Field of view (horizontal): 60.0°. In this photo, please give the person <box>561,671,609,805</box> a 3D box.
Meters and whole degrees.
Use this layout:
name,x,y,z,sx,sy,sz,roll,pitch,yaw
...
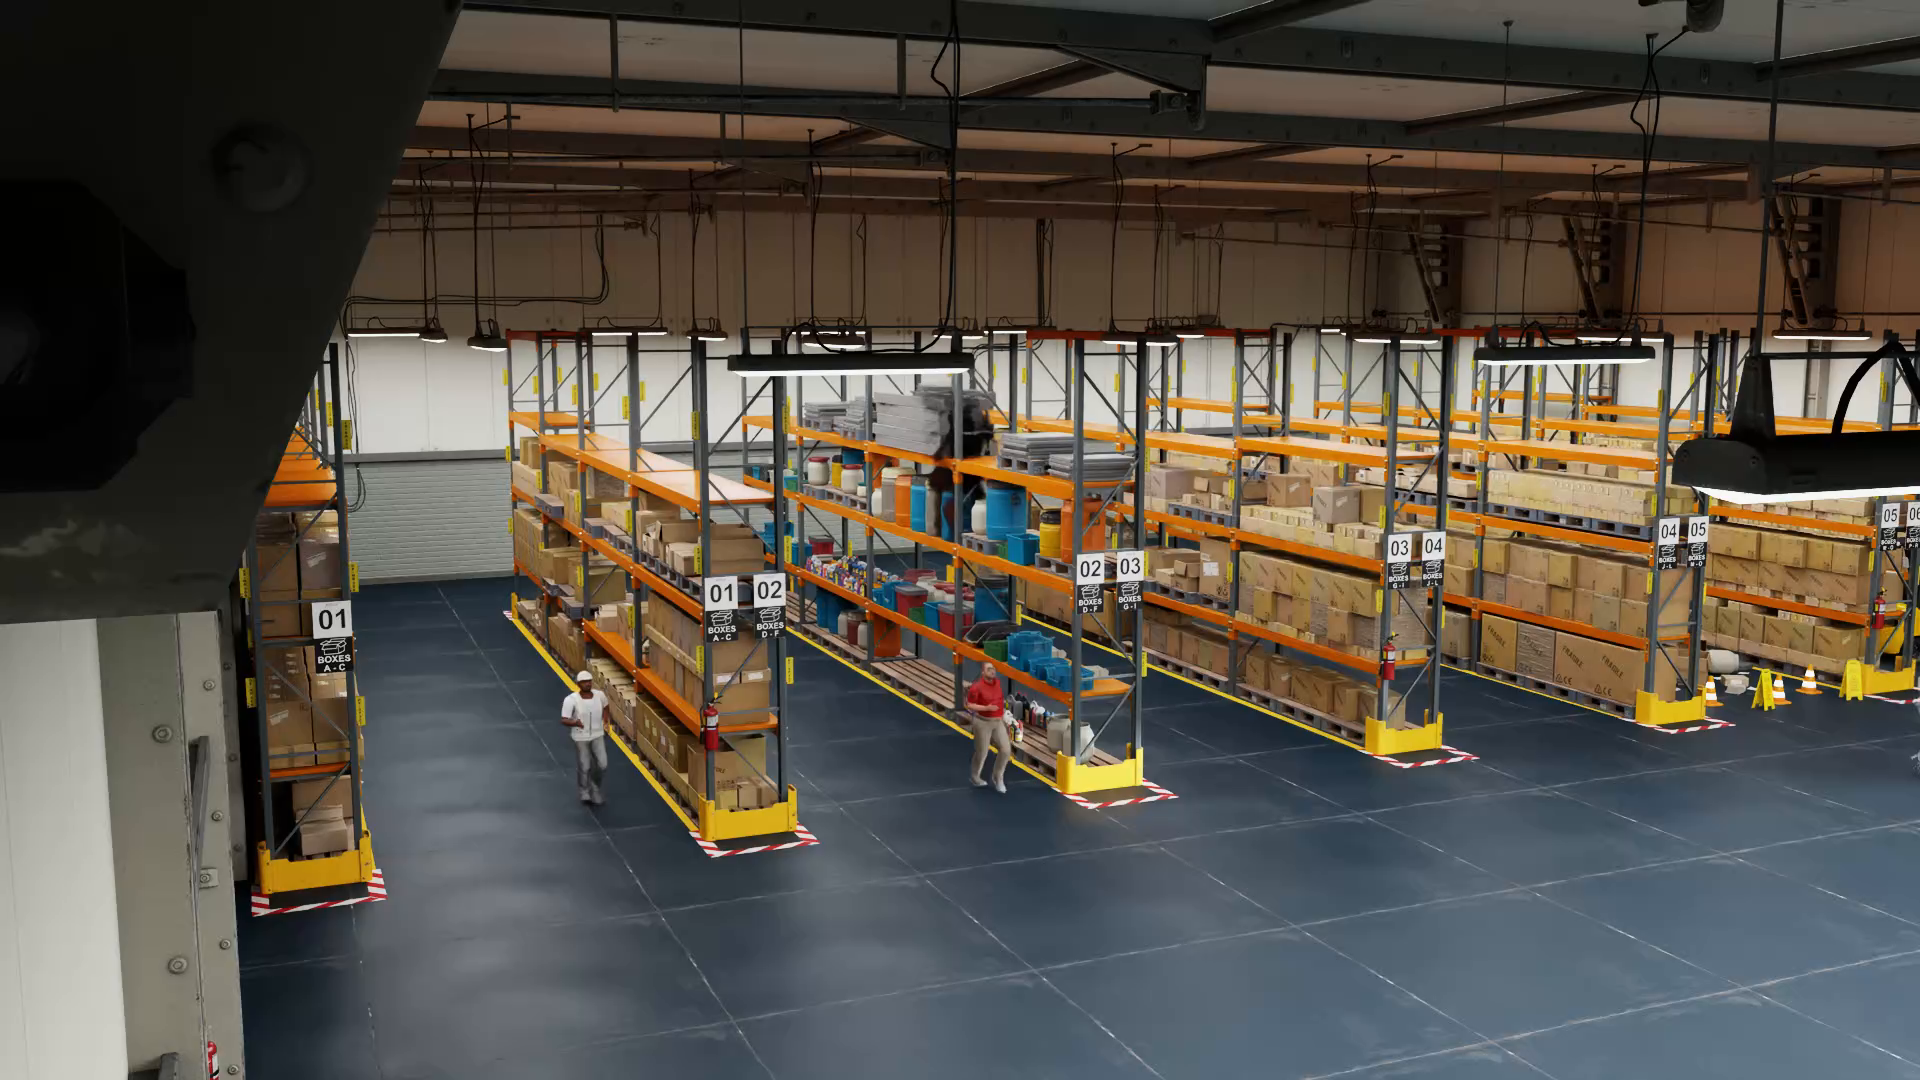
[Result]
name,x,y,z,sx,sy,sz,roll,pitch,yaw
person,-4.776,2.565,21.409,0.661,1.772,0.649,-4,9,-27

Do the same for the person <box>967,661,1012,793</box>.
name,x,y,z,sx,sy,sz,roll,pitch,yaw
person,0.390,2.500,22.047,0.642,1.799,0.697,-5,9,-34
